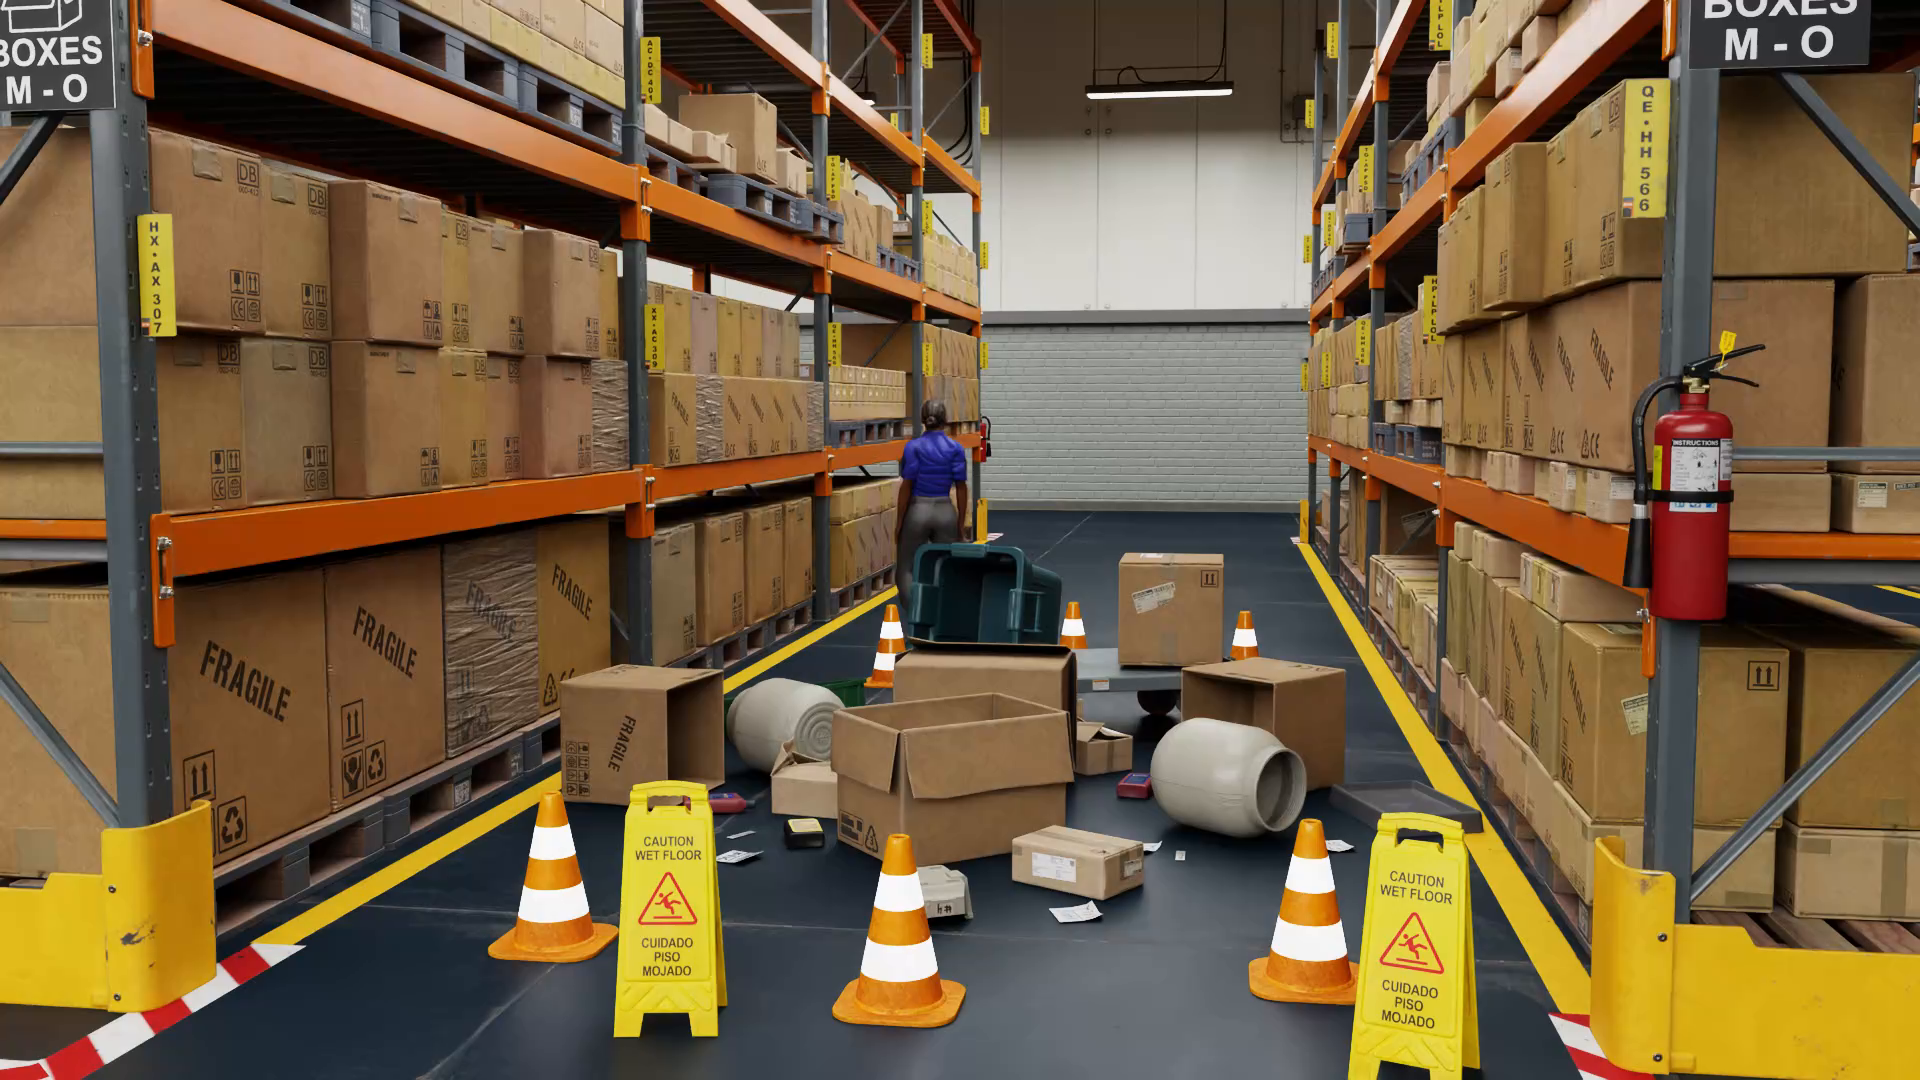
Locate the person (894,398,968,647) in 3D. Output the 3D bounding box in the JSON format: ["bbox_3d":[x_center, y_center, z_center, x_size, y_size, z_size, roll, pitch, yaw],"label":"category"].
[{"bbox_3d":[-0.207,-0.104,10.998,0.523,1.659,0.364,-1,5,-15],"label":"person"}]
